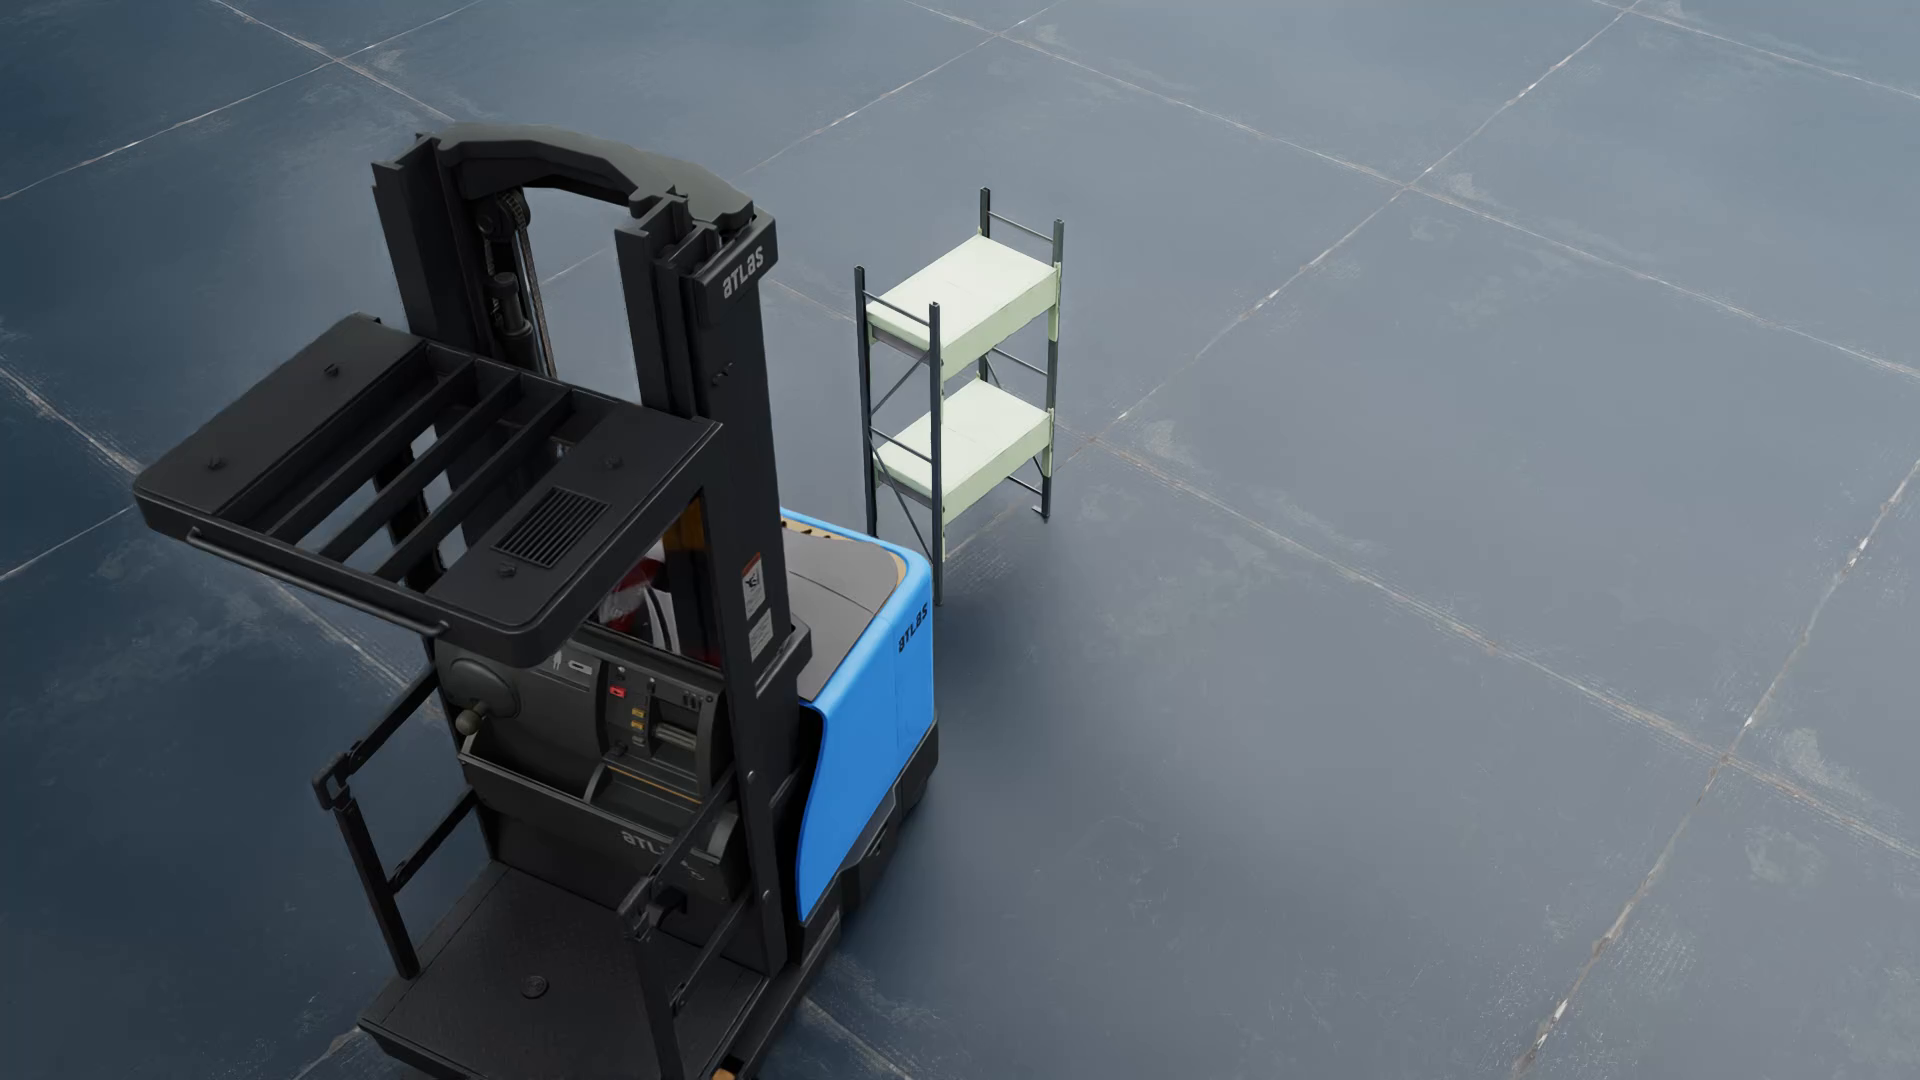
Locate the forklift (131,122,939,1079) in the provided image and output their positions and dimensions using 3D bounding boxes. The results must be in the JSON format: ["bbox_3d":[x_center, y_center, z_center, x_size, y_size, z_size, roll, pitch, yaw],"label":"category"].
[{"bbox_3d":[-1.168,0.520,4.499,1.130,2.935,3.031,18,45,18],"label":"forklift"}]

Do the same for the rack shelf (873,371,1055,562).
[{"bbox_3d":[0.004,-0.317,6.969,0.431,0.370,0.720,29,50,28],"label":"rack shelf"}]

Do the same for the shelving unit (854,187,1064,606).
[{"bbox_3d":[0.004,-0.558,6.749,0.431,1.500,0.755,29,50,28],"label":"shelving unit"}]

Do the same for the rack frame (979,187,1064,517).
[{"bbox_3d":[0.240,-0.747,6.957,0.400,1.500,0.023,29,50,28],"label":"rack frame"}]

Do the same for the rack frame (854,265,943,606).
[{"bbox_3d":[-0.231,-0.370,6.542,0.400,1.500,0.023,29,50,28],"label":"rack frame"}]

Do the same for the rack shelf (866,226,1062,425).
[{"bbox_3d":[0.004,-0.847,6.487,0.431,0.370,0.720,29,50,28],"label":"rack shelf"}]
